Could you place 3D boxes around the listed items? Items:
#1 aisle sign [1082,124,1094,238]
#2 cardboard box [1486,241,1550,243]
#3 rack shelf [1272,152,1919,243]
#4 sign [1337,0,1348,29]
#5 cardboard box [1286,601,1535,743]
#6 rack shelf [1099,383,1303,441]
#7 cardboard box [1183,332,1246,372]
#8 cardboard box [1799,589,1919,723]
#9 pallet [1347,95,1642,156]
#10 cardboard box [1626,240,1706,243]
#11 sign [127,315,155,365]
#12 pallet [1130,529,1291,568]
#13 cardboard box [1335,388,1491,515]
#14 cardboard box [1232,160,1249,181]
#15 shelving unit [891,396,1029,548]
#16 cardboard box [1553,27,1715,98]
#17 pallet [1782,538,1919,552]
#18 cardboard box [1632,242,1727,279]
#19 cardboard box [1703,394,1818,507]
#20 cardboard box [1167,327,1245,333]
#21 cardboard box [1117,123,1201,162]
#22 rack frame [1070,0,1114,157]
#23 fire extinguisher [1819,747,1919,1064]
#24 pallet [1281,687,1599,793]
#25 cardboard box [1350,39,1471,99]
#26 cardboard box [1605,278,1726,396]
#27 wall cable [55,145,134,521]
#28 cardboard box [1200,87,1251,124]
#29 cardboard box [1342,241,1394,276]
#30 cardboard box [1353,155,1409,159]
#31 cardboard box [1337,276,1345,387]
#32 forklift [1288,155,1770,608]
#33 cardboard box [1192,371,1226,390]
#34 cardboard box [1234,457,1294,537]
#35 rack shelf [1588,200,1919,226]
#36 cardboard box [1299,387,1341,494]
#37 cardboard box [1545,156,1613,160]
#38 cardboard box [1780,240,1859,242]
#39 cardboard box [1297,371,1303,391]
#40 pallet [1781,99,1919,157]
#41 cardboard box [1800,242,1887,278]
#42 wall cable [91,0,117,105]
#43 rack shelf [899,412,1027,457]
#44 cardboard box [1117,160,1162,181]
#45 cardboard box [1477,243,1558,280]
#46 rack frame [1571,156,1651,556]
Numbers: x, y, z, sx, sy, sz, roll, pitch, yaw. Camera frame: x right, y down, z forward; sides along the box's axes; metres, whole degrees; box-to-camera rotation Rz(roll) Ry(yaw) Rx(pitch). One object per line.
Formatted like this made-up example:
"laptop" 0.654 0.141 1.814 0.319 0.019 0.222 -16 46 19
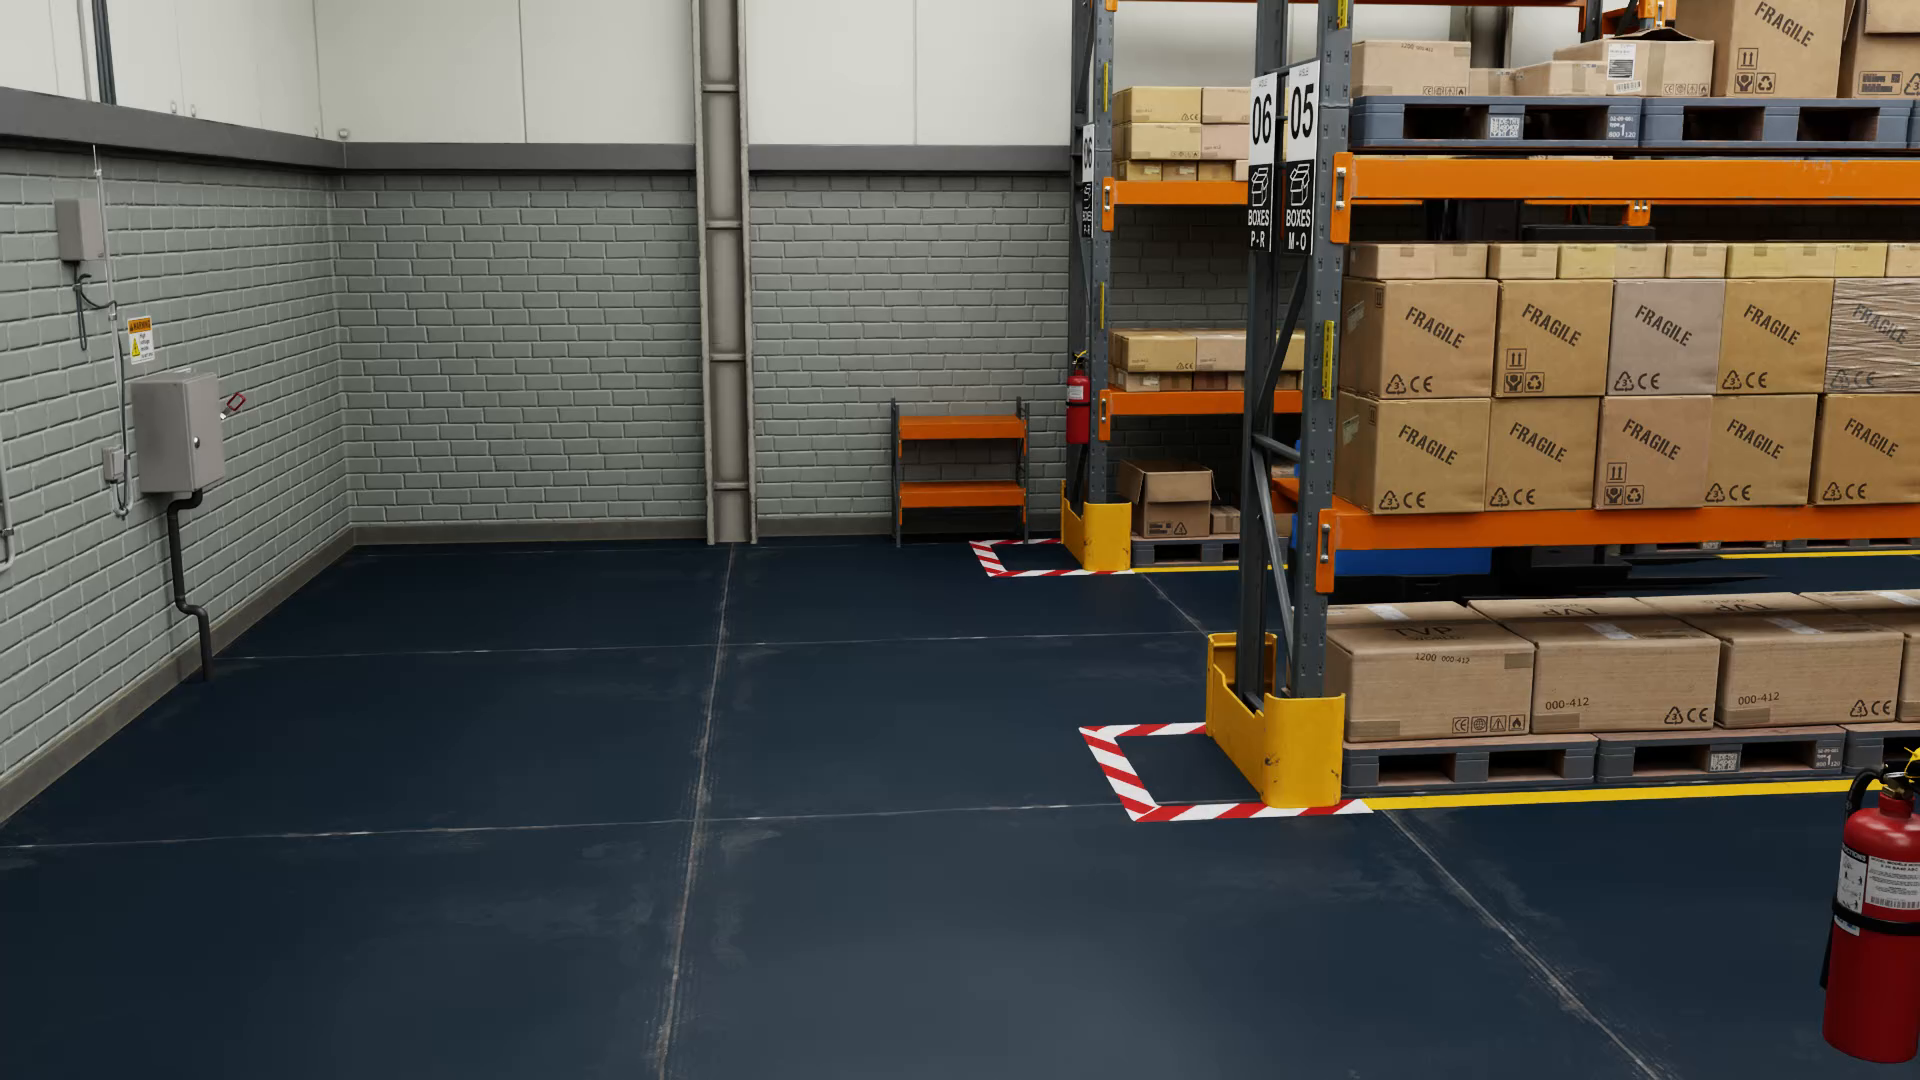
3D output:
"aisle sign" 0.917 -2.570 11.928 0.004 0.787 0.394 -1 11 -6
"cardboard box" 2.580 -1.333 7.842 0.250 0.149 0.380 -1 11 -5
"rack shelf" 3.481 -1.561 7.623 4.000 0.370 1.077 -1 11 -6
"sign" 1.547 -2.234 6.708 0.005 0.325 0.100 -1 11 -6
"cardboard box" 2.138 0.617 8.005 0.875 0.438 0.875 -2 11 -8
"rack shelf" 2.941 -1.041 12.754 4.000 0.370 1.077 -1 11 -6
"cardboard box" 1.935 -1.393 12.297 0.500 0.250 0.500 -1 11 -5
"cardboard box" 4.834 0.559 8.299 0.875 0.438 0.875 -1 11 -7
"pallet" 2.229 -1.847 7.439 1.213 0.211 1.003 -1 11 -6
"cardboard box" 3.354 -1.344 7.894 0.250 0.149 0.380 -1 11 -4
"sign" -4.392 -1.075 8.920 0.001 0.242 0.339 -1 11 -6
"pallet" 1.821 -0.003 12.835 1.213 0.211 1.003 -1 11 -6
"cardboard box" 2.001 -0.405 7.392 0.500 0.500 0.500 -1 11 -7
"cardboard box" 2.069 -2.661 12.004 0.250 0.149 0.380 -1 11 -5
"shelving unit" -0.006 -0.552 13.258 1.048 1.125 0.538 -1 11 -6
"cardboard box" 2.986 -2.106 7.410 0.500 0.311 0.500 -1 11 -5
"pallet" 6.950 -0.118 13.421 1.213 0.211 1.003 -1 11 -6
"cardboard box" 3.167 -1.237 7.353 0.250 0.149 0.380 -1 11 -6
"cardboard box" 3.505 -0.441 7.578 0.500 0.500 0.500 -1 11 -4
"cardboard box" 1.895 -1.496 12.819 0.500 0.250 0.500 -1 11 -6
"cardboard box" 1.424 -2.854 11.949 0.500 0.250 0.500 -1 11 -7
"rack frame" 0.953 -4.296 11.894 0.127 3.000 1.000 -1 11 -6
"fire extinguisher" 1.828 0.684 3.280 0.183 0.674 0.296 -1 11 -6
"pallet" 2.279 0.936 8.061 1.213 0.211 1.003 -1 11 -6
"cardboard box" 1.931 -2.081 7.441 0.500 0.250 0.500 -2 11 -11
"cardboard box" 3.025 -0.920 7.421 0.500 0.500 0.500 -1 11 -7
"wall cable" -4.275 -1.049 8.295 0.122 1.984 0.588 -1 11 -6
"cardboard box" 1.929 -3.110 11.958 0.500 0.250 0.500 -1 11 -6
"cardboard box" 1.828 -1.305 7.696 0.250 0.149 0.380 -1 11 -5
"cardboard box" 2.949 -2.892 12.143 0.500 0.250 0.500 -1 11 -7
"cardboard box" 1.946 -0.996 7.808 0.500 0.500 0.500 -1 11 -4
"forklift" 3.820 -1.023 10.972 3.031 2.935 1.130 -1 11 -4
"cardboard box" 1.815 -1.210 12.398 0.250 0.149 0.380 -1 11 -7
"cardboard box" 2.425 -0.337 12.698 0.500 0.500 0.700 -1 11 -4
"rack shelf" 6.918 -2.596 12.888 4.000 0.370 1.077 -1 11 -6
"cardboard box" 1.944 -0.511 7.930 0.500 0.500 0.500 -1 11 -6
"cardboard box" 4.477 -2.922 12.297 0.500 0.250 0.500 -1 11 -6
"cardboard box" 4.104 -1.370 8.028 0.250 0.149 0.380 -2 11 -8
"cardboard box" 2.596 -1.201 12.352 0.250 0.149 0.380 -2 11 -8
"pallet" 4.655 -1.897 7.697 1.213 0.211 1.003 -1 11 -6
"cardboard box" 3.920 -1.260 7.469 0.250 0.149 0.380 -1 11 -7
"wall cable" -4.474 -3.870 9.626 0.133 3.039 2.988 -1 11 -6
"rack shelf" -0.006 -0.839 13.201 1.000 0.278 0.538 -1 11 -6
"cardboard box" 1.295 -2.663 12.014 0.250 0.149 0.380 -1 11 -5
"cardboard box" 2.399 -1.216 7.243 0.250 0.149 0.380 -1 11 -4
"rack frame" 4.930 -1.436 12.896 0.127 3.000 1.000 -1 11 -6
